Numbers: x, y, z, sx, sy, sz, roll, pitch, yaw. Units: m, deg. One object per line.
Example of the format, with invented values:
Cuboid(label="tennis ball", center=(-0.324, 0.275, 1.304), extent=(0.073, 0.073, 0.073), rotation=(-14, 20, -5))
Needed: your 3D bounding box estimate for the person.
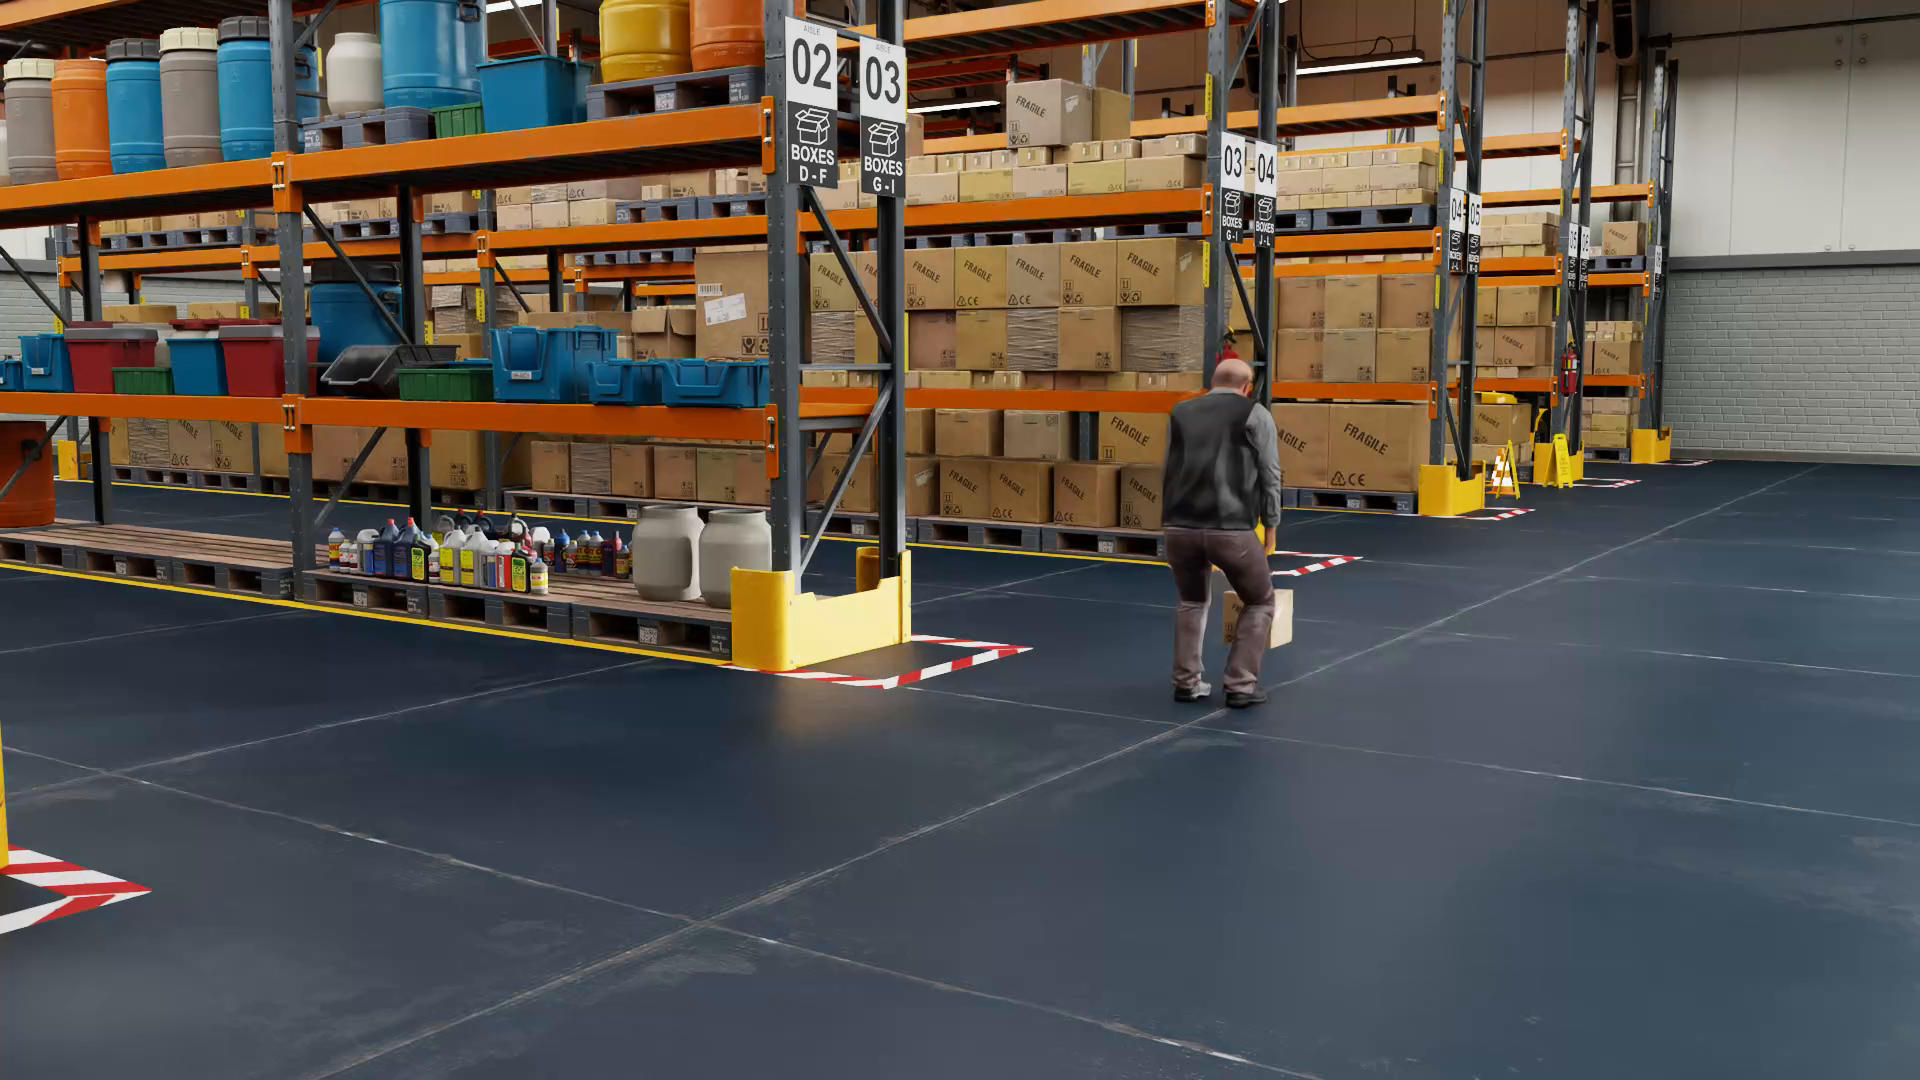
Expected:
Cuboid(label="person", center=(1.150, -0.037, 7.536), extent=(0.583, 1.556, 0.579), rotation=(4, 8, 34))
